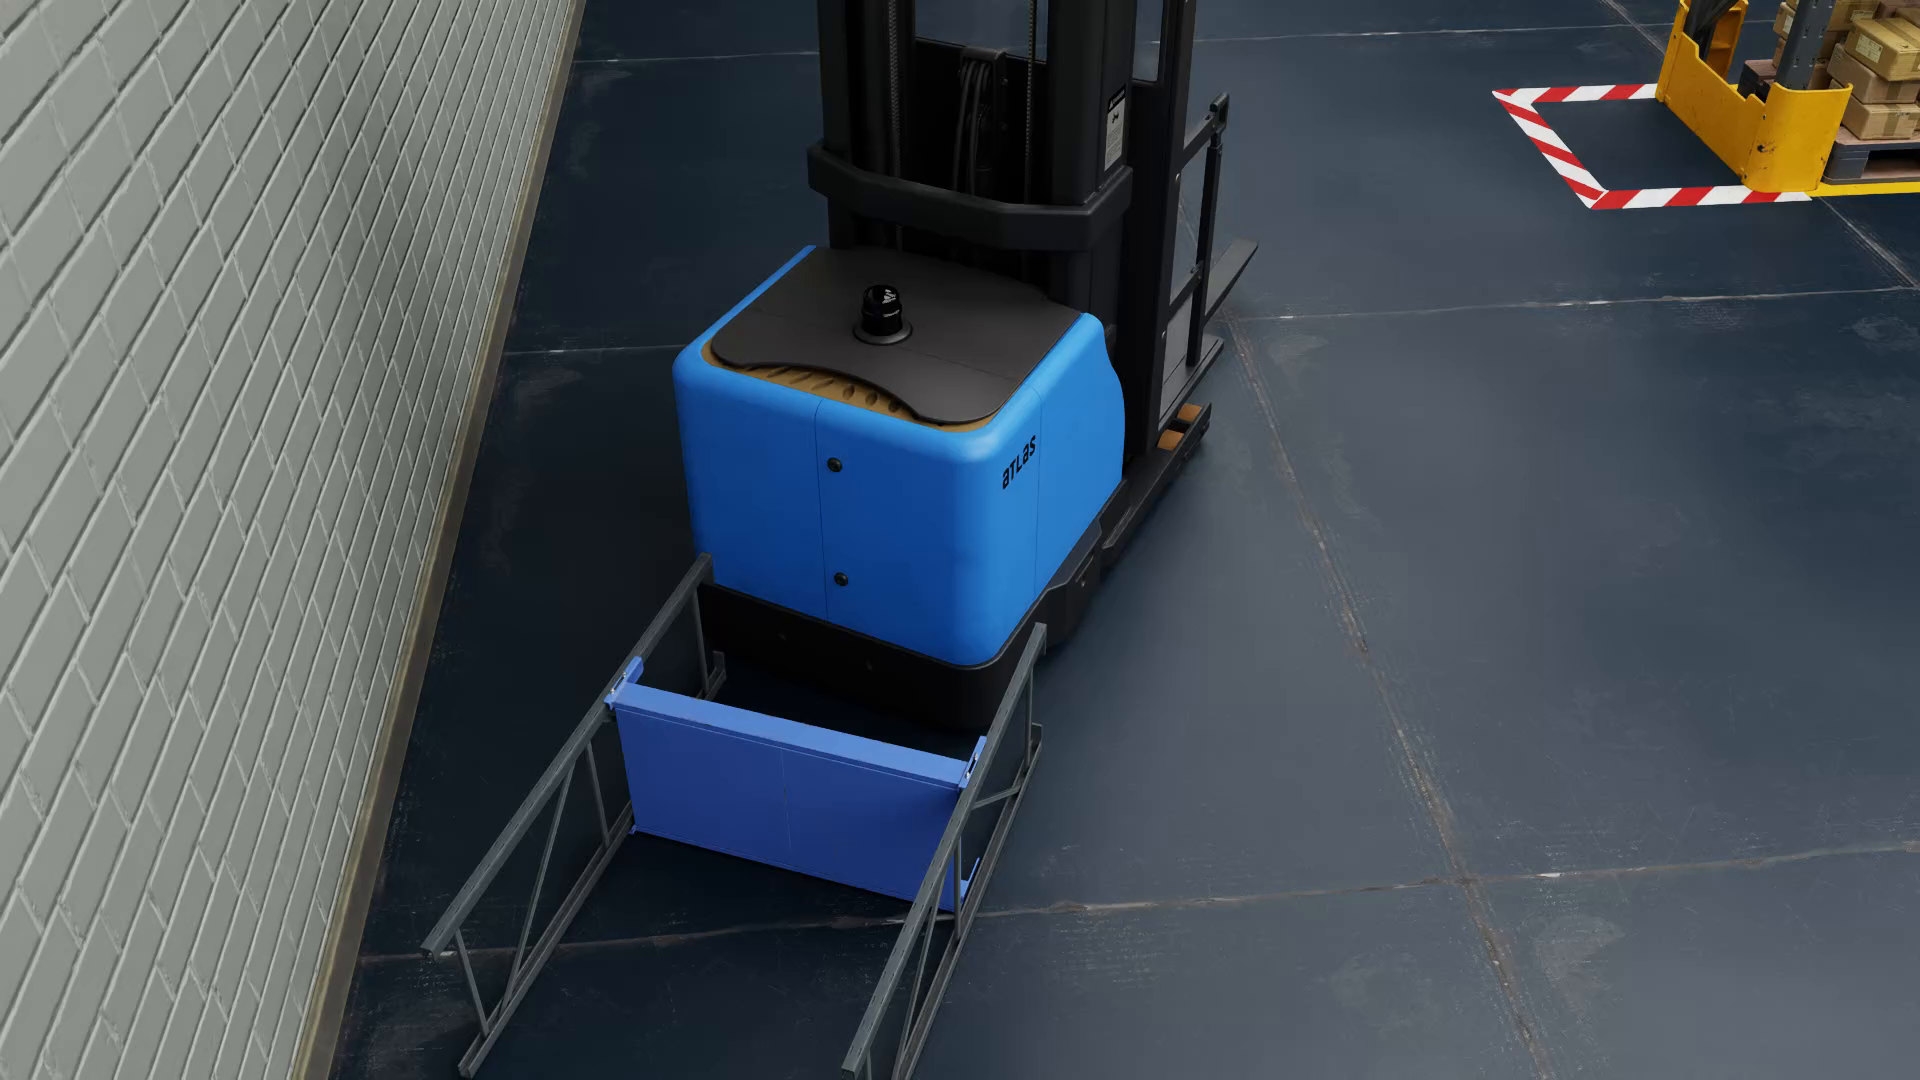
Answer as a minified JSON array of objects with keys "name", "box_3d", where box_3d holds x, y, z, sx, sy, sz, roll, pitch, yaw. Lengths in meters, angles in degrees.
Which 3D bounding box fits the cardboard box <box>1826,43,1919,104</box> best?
[{"name":"cardboard box","box_3d":[4.314,-2.204,7.844,0.250,0.149,0.380,-2,38,-2]}]

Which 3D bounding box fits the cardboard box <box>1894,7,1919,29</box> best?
[{"name":"cardboard box","box_3d":[4.586,-2.359,7.800,0.250,0.149,0.380,-2,38,-3]}]

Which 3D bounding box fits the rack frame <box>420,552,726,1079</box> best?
[{"name":"rack frame","box_3d":[-0.973,0.675,4.460,0.032,0.500,1.500,11,40,14]}]

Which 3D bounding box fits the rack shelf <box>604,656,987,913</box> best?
[{"name":"rack shelf","box_3d":[-0.434,0.666,4.471,1.000,0.538,0.185,11,40,14]}]

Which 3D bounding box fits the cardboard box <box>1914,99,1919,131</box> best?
[{"name":"cardboard box","box_3d":[4.573,-2.113,7.968,0.250,0.149,0.380,-3,38,-4]}]

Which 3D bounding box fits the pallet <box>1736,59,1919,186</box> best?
[{"name":"pallet","box_3d":[4.658,-2.103,8.245,1.213,0.211,1.003,-3,38,-4]}]

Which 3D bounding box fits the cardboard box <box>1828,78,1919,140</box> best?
[{"name":"cardboard box","box_3d":[4.320,-2.048,7.886,0.250,0.149,0.380,-2,38,-3]}]

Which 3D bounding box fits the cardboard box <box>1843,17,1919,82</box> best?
[{"name":"cardboard box","box_3d":[4.322,-2.269,7.687,0.250,0.149,0.380,-5,39,-6]}]

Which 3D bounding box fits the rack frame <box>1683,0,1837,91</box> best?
[{"name":"rack frame","box_3d":[3.770,-3.171,7.347,0.127,3.000,1.000,-3,38,-4]}]

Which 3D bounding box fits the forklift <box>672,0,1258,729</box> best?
[{"name":"forklift","box_3d":[0.278,-1.496,5.280,1.130,2.935,3.031,17,41,21]}]

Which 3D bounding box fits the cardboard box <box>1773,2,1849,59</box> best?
[{"name":"cardboard box","box_3d":[4.270,-2.538,8.268,0.250,0.149,0.380,-4,38,-5]}]

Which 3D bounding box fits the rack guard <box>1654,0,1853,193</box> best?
[{"name":"rack guard","box_3d":[3.845,-2.194,8.127,0.348,0.500,1.175,-3,38,-4]}]

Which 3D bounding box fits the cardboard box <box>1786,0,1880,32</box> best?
[{"name":"cardboard box","box_3d":[4.275,-2.635,8.151,0.250,0.149,0.380,-3,38,-3]}]

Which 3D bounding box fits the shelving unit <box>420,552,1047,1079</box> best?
[{"name":"shelving unit","box_3d":[-0.489,0.772,4.337,1.048,0.538,1.500,11,40,14]}]

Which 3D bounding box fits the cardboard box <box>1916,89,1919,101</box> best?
[{"name":"cardboard box","box_3d":[4.592,-2.184,7.819,0.250,0.149,0.380,-3,38,-4]}]

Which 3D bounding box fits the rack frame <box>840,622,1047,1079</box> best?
[{"name":"rack frame","box_3d":[-0.006,0.869,4.214,0.032,0.500,1.500,11,40,14]}]

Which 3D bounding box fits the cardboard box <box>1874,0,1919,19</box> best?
[{"name":"cardboard box","box_3d":[4.530,-2.614,8.123,0.250,0.149,0.380,-2,38,-3]}]

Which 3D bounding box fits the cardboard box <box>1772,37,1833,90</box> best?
[{"name":"cardboard box","box_3d":[4.276,-2.374,8.300,0.250,0.149,0.380,-3,38,-3]}]
